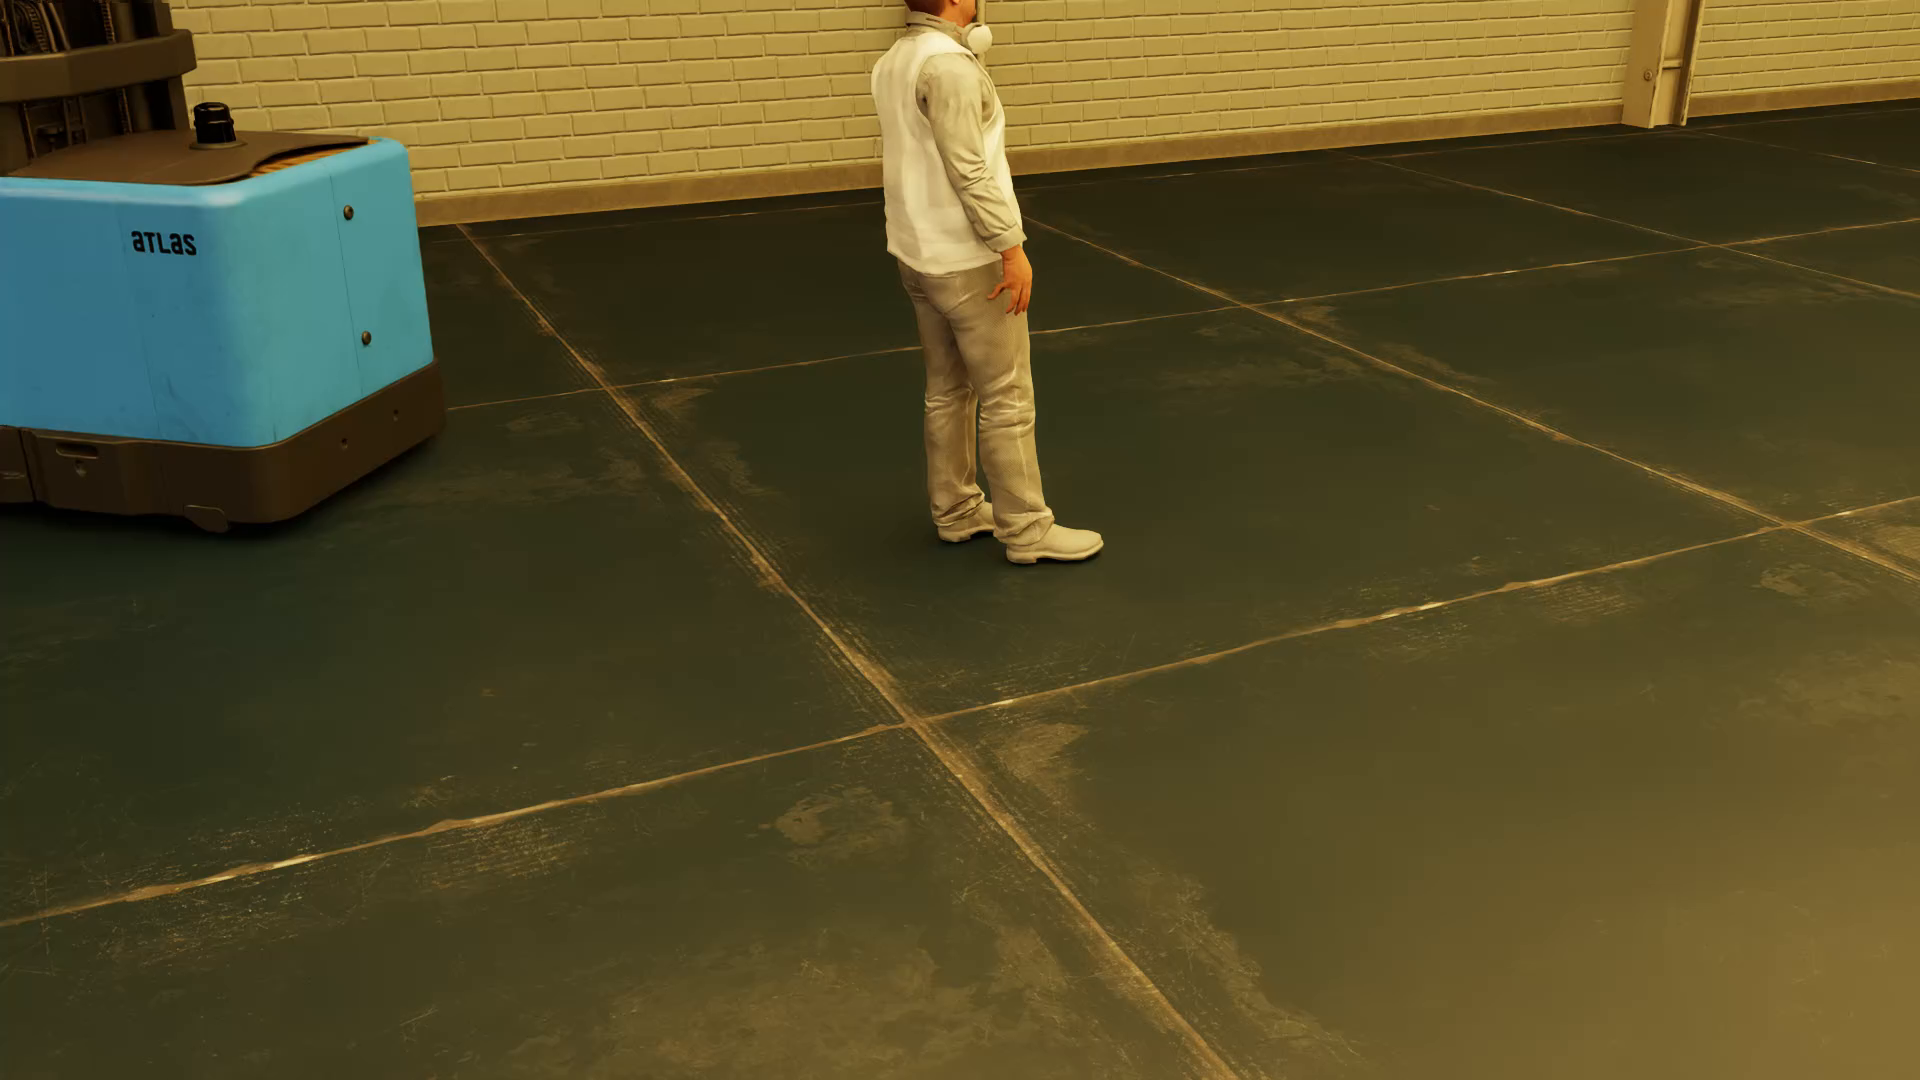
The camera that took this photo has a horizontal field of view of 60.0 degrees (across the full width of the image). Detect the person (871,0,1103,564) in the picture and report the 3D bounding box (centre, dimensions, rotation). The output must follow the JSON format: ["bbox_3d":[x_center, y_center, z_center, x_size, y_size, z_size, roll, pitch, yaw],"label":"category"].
[{"bbox_3d":[0.059,-0.833,4.781,0.568,1.773,0.632,-10,25,-23],"label":"person"}]

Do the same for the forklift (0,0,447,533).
[{"bbox_3d":[-3.394,-1.665,5.293,3.031,2.935,1.130,6,23,13],"label":"forklift"}]
